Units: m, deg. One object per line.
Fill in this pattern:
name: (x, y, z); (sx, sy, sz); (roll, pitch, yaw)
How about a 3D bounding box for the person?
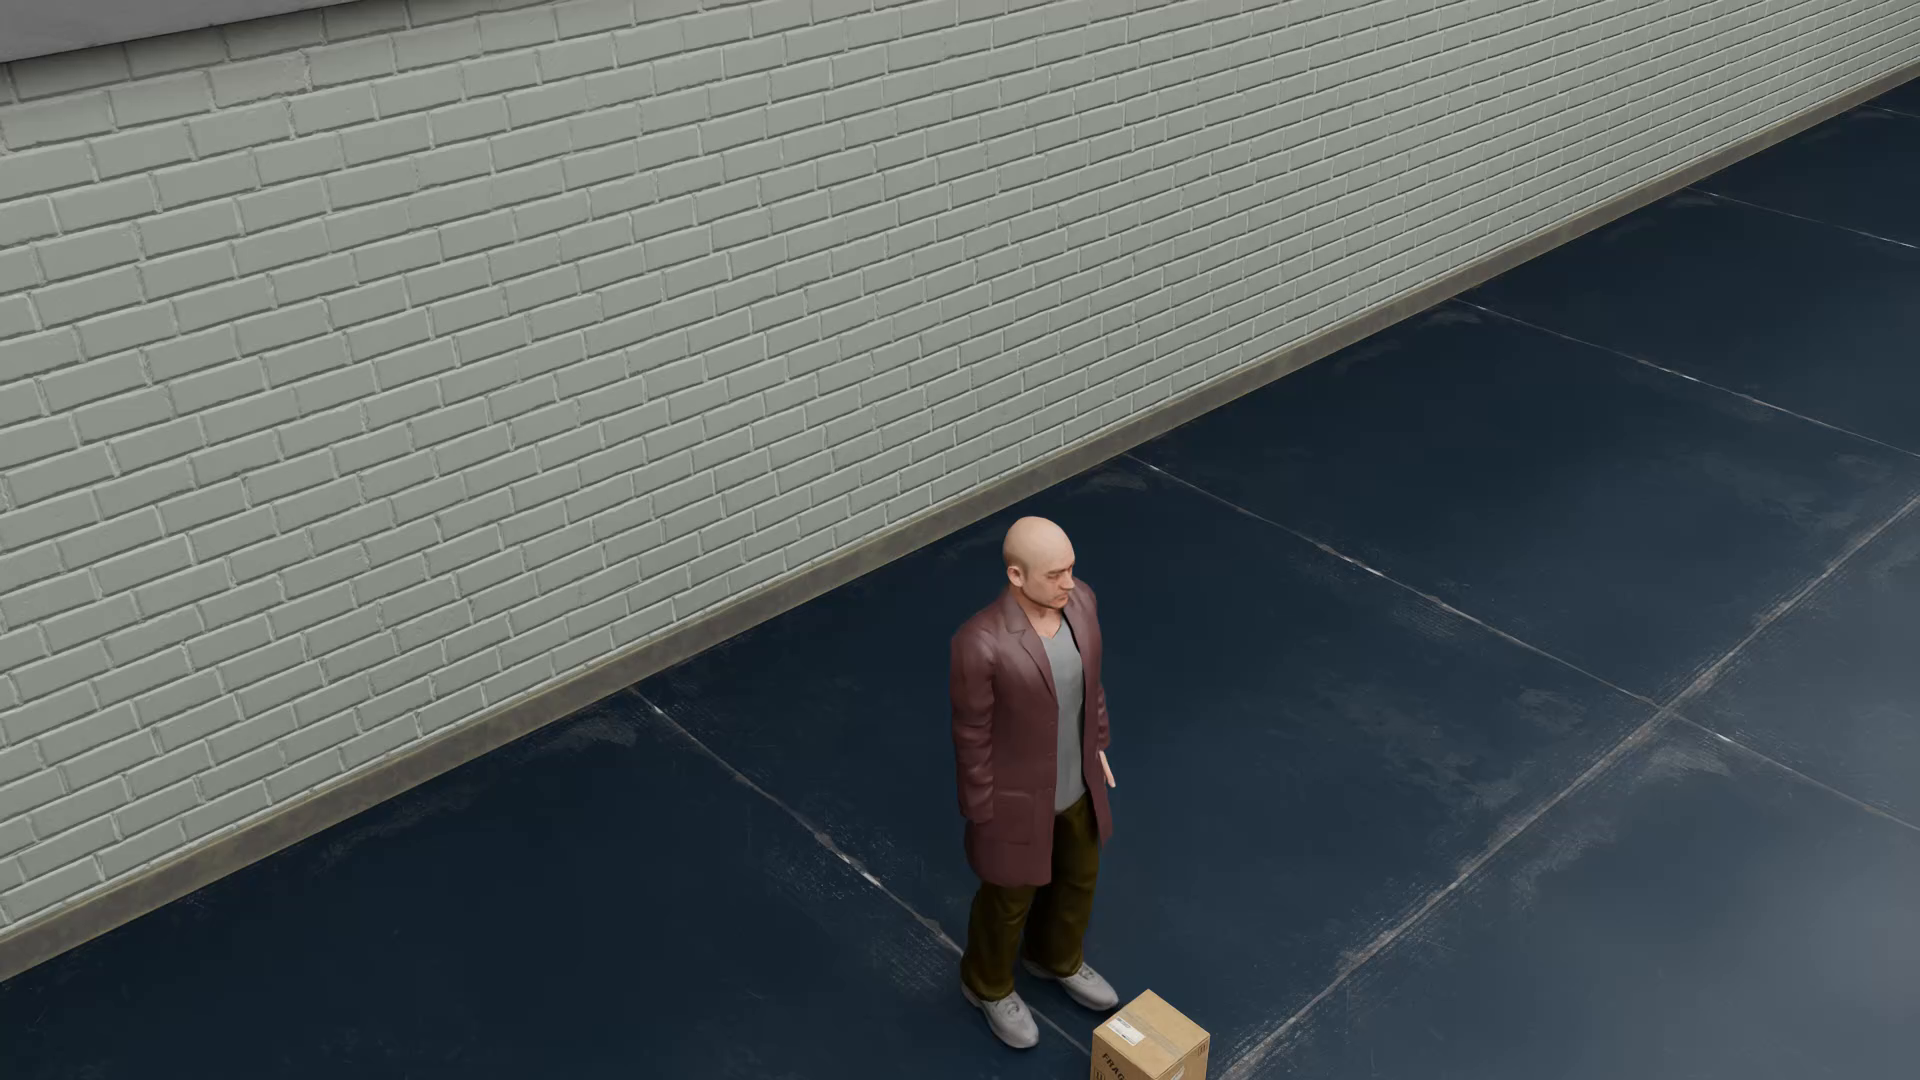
person: (0.246, 0.725, 4.958); (0.566, 1.775, 0.396); (-25, 39, -34)
